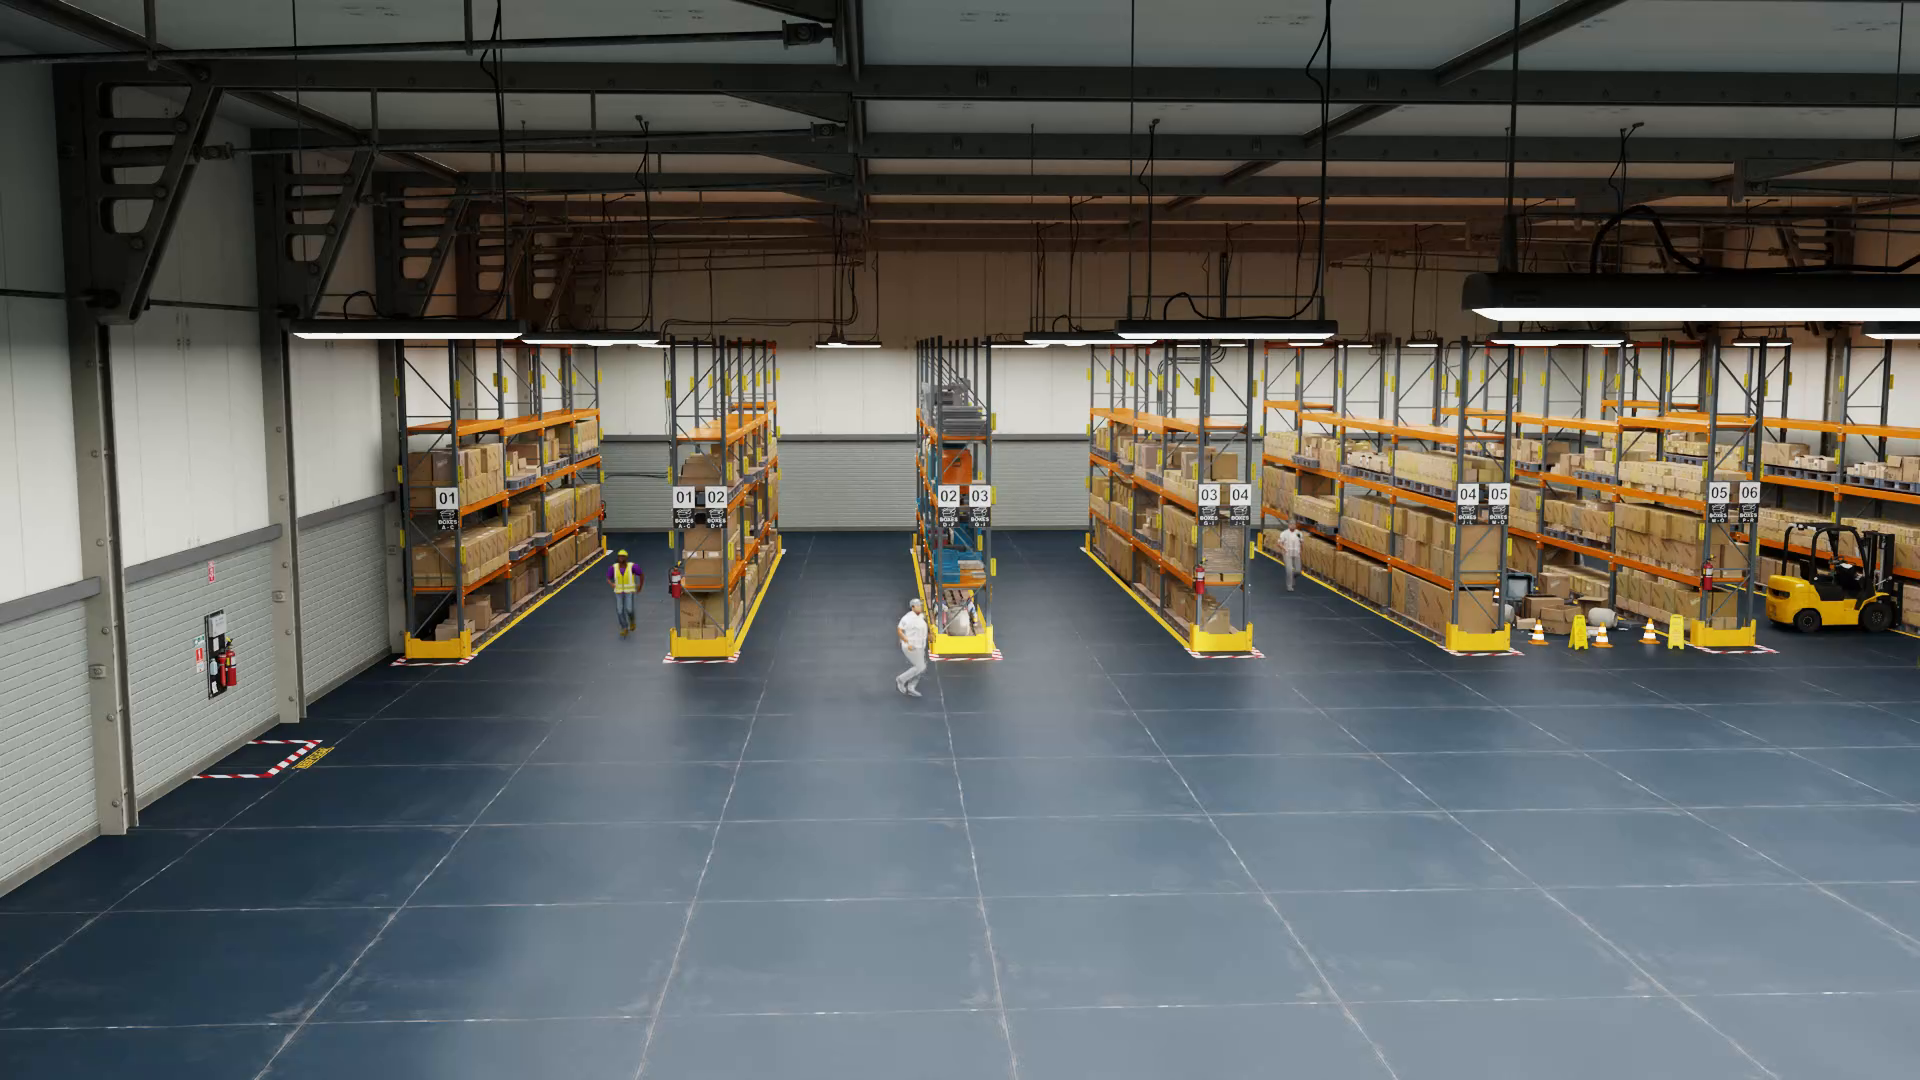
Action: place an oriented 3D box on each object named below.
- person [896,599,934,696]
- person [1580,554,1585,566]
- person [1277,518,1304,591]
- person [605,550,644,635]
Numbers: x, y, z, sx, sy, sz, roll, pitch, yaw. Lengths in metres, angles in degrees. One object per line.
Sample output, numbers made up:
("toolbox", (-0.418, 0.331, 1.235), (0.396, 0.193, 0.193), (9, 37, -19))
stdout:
("person", (-0.723, 1.784, 27.662), (0.567, 1.637, 0.594), (4, 7, 29))
("person", (15.832, 0.008, 42.955), (0.623, 1.739, 0.883), (0, 6, 0))
("person", (7.941, 0.341, 39.802), (0.660, 1.732, 0.584), (0, 7, -3))
("person", (-6.760, 1.064, 33.450), (0.756, 1.727, 0.558), (0, 6, -3))
